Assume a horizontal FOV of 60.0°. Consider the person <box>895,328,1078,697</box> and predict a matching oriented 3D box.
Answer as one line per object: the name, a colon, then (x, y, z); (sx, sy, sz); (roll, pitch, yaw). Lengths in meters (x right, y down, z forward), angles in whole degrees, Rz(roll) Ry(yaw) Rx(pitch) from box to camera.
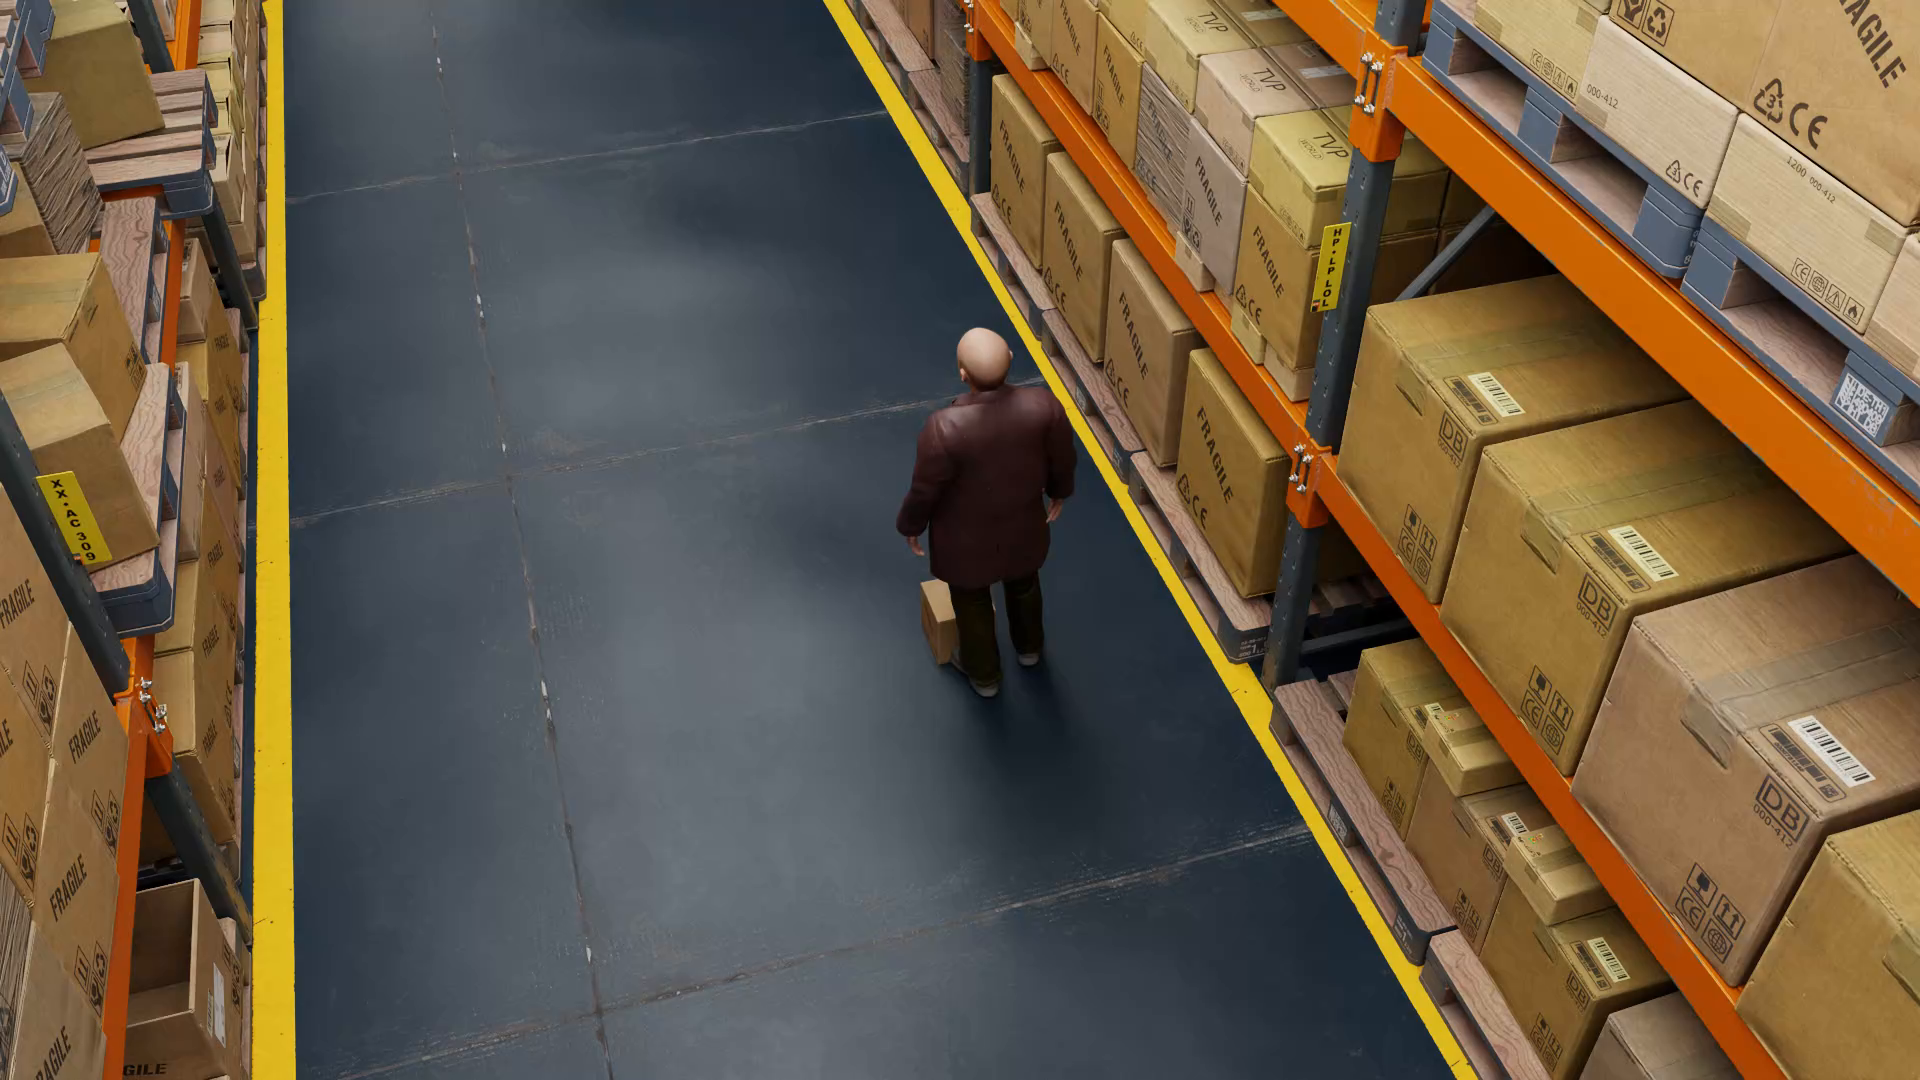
person: (0.076, -0.141, 6.316); (0.697, 1.776, 0.582); (-11, 43, -13)
